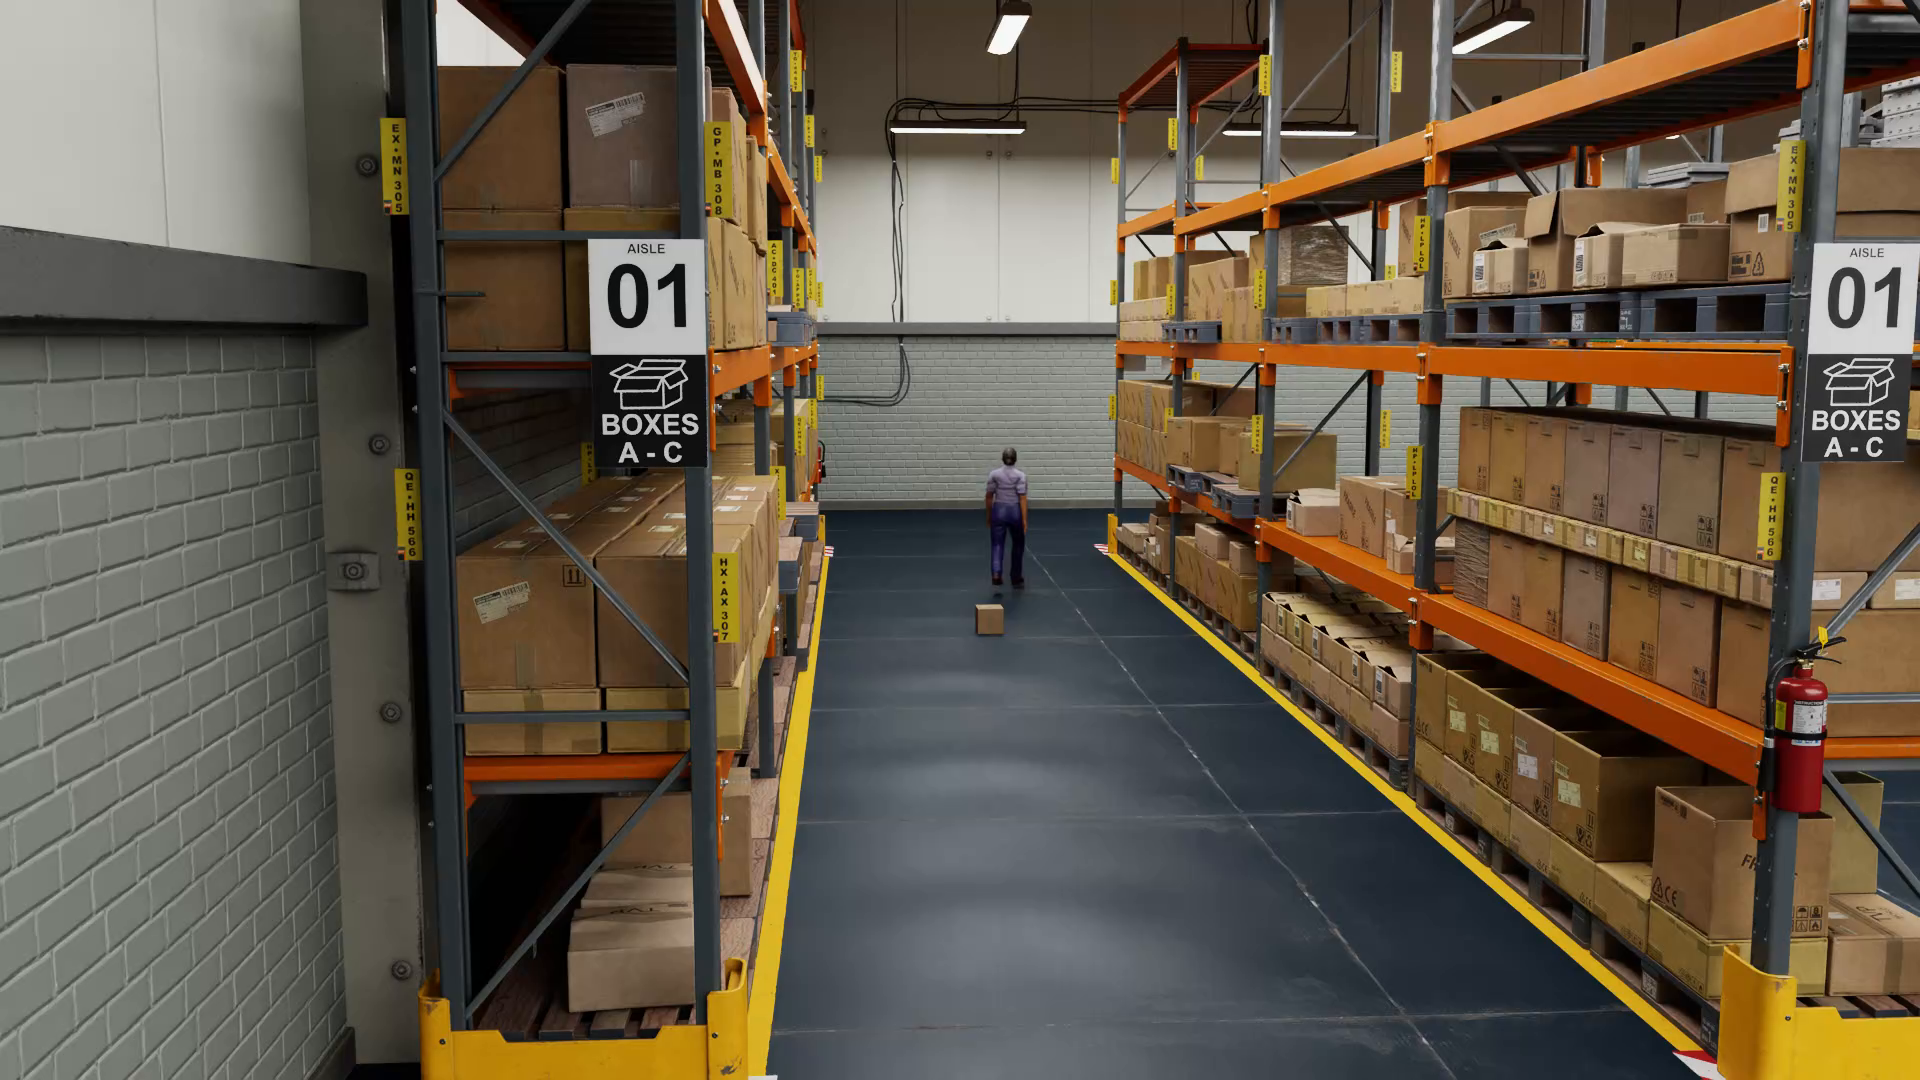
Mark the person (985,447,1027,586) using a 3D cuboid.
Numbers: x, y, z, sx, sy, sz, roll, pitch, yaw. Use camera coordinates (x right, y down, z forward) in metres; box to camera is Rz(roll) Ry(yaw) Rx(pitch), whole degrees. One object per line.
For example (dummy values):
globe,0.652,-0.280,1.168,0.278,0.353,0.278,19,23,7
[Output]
person,0.529,-0.259,18.885,0.488,1.600,0.941,1,7,8
